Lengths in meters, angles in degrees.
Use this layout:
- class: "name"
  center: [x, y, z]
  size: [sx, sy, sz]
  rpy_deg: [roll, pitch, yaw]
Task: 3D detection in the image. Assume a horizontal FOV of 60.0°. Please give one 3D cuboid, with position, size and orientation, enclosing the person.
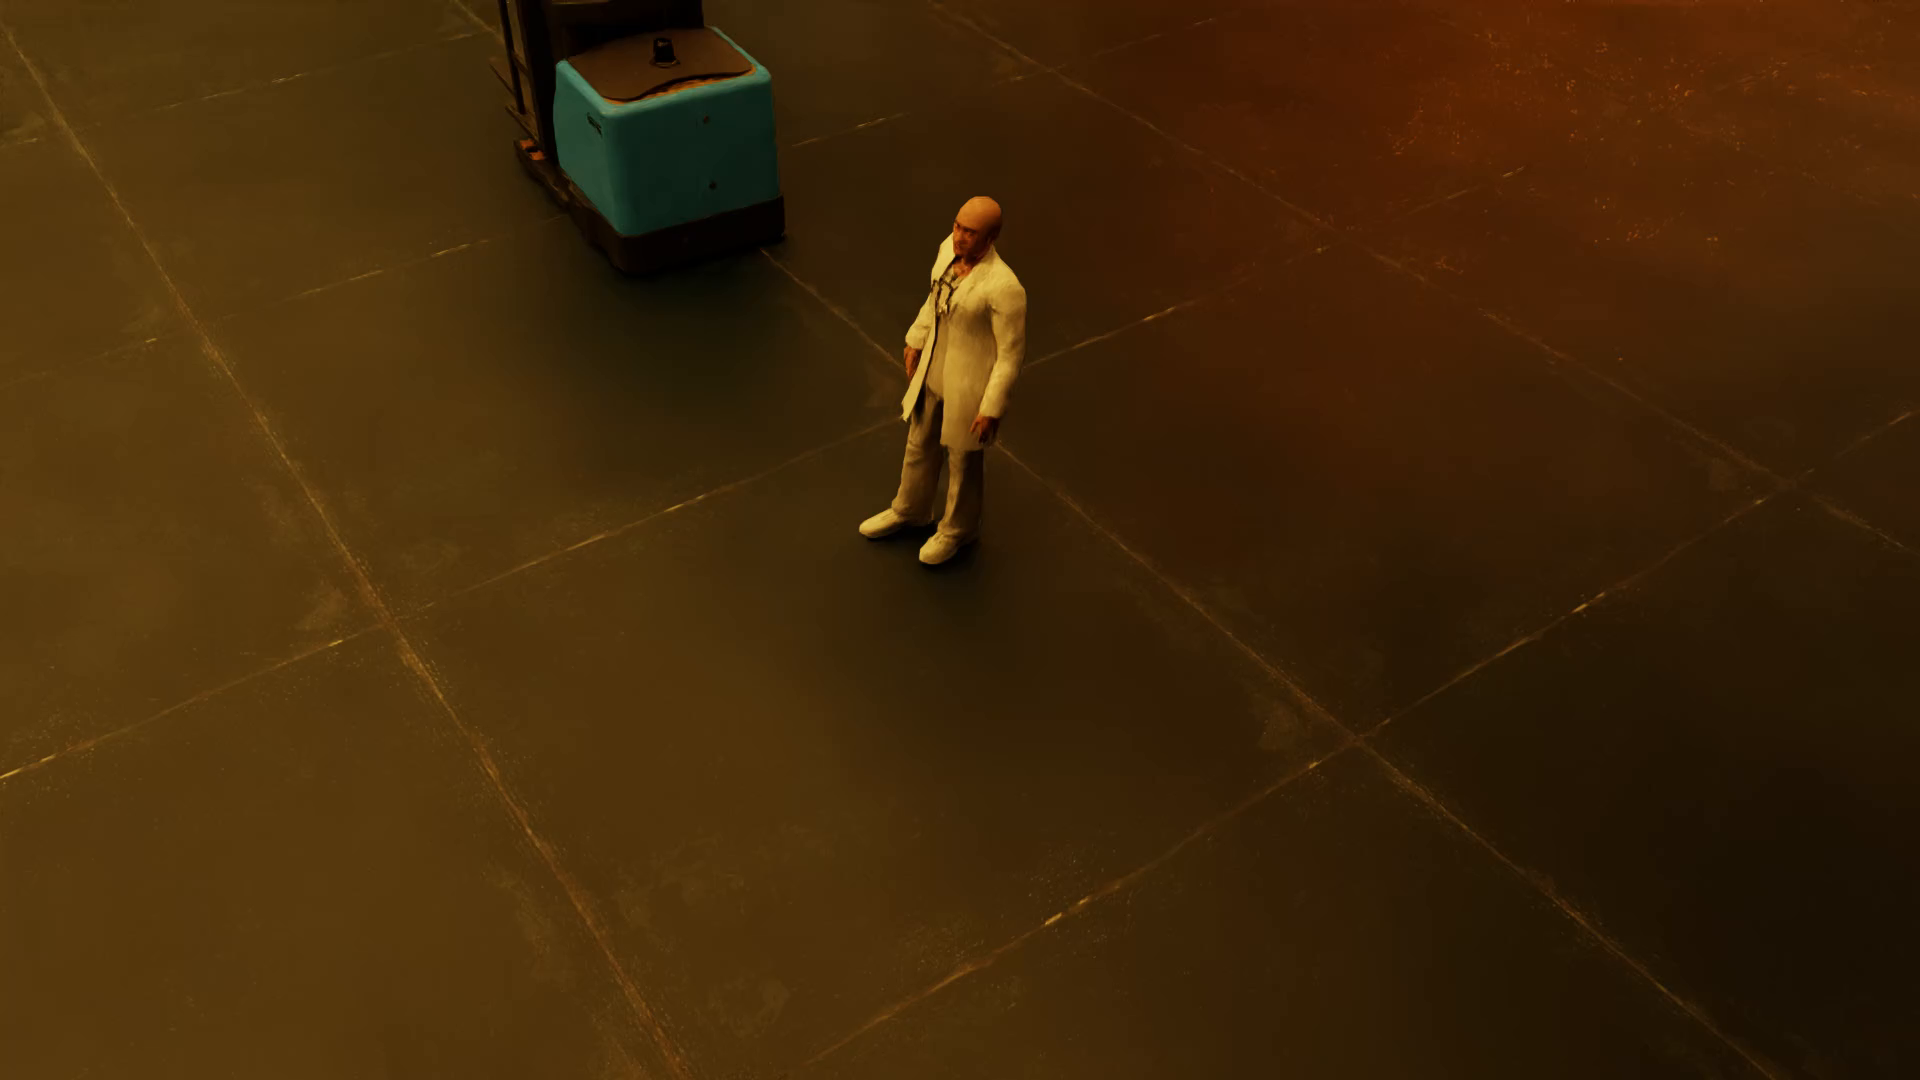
- class: "person"
  center: [-0.077, -0.661, 7.253]
  size: [0.579, 1.776, 0.694]
  rpy_deg: [-24, 45, -26]

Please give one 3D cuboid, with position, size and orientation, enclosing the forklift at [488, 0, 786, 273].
- class: "forklift"
  center: [-2.233, -3.594, 9.915]
  size: [1.130, 2.935, 3.031]
  rpy_deg: [-21, 44, -23]
